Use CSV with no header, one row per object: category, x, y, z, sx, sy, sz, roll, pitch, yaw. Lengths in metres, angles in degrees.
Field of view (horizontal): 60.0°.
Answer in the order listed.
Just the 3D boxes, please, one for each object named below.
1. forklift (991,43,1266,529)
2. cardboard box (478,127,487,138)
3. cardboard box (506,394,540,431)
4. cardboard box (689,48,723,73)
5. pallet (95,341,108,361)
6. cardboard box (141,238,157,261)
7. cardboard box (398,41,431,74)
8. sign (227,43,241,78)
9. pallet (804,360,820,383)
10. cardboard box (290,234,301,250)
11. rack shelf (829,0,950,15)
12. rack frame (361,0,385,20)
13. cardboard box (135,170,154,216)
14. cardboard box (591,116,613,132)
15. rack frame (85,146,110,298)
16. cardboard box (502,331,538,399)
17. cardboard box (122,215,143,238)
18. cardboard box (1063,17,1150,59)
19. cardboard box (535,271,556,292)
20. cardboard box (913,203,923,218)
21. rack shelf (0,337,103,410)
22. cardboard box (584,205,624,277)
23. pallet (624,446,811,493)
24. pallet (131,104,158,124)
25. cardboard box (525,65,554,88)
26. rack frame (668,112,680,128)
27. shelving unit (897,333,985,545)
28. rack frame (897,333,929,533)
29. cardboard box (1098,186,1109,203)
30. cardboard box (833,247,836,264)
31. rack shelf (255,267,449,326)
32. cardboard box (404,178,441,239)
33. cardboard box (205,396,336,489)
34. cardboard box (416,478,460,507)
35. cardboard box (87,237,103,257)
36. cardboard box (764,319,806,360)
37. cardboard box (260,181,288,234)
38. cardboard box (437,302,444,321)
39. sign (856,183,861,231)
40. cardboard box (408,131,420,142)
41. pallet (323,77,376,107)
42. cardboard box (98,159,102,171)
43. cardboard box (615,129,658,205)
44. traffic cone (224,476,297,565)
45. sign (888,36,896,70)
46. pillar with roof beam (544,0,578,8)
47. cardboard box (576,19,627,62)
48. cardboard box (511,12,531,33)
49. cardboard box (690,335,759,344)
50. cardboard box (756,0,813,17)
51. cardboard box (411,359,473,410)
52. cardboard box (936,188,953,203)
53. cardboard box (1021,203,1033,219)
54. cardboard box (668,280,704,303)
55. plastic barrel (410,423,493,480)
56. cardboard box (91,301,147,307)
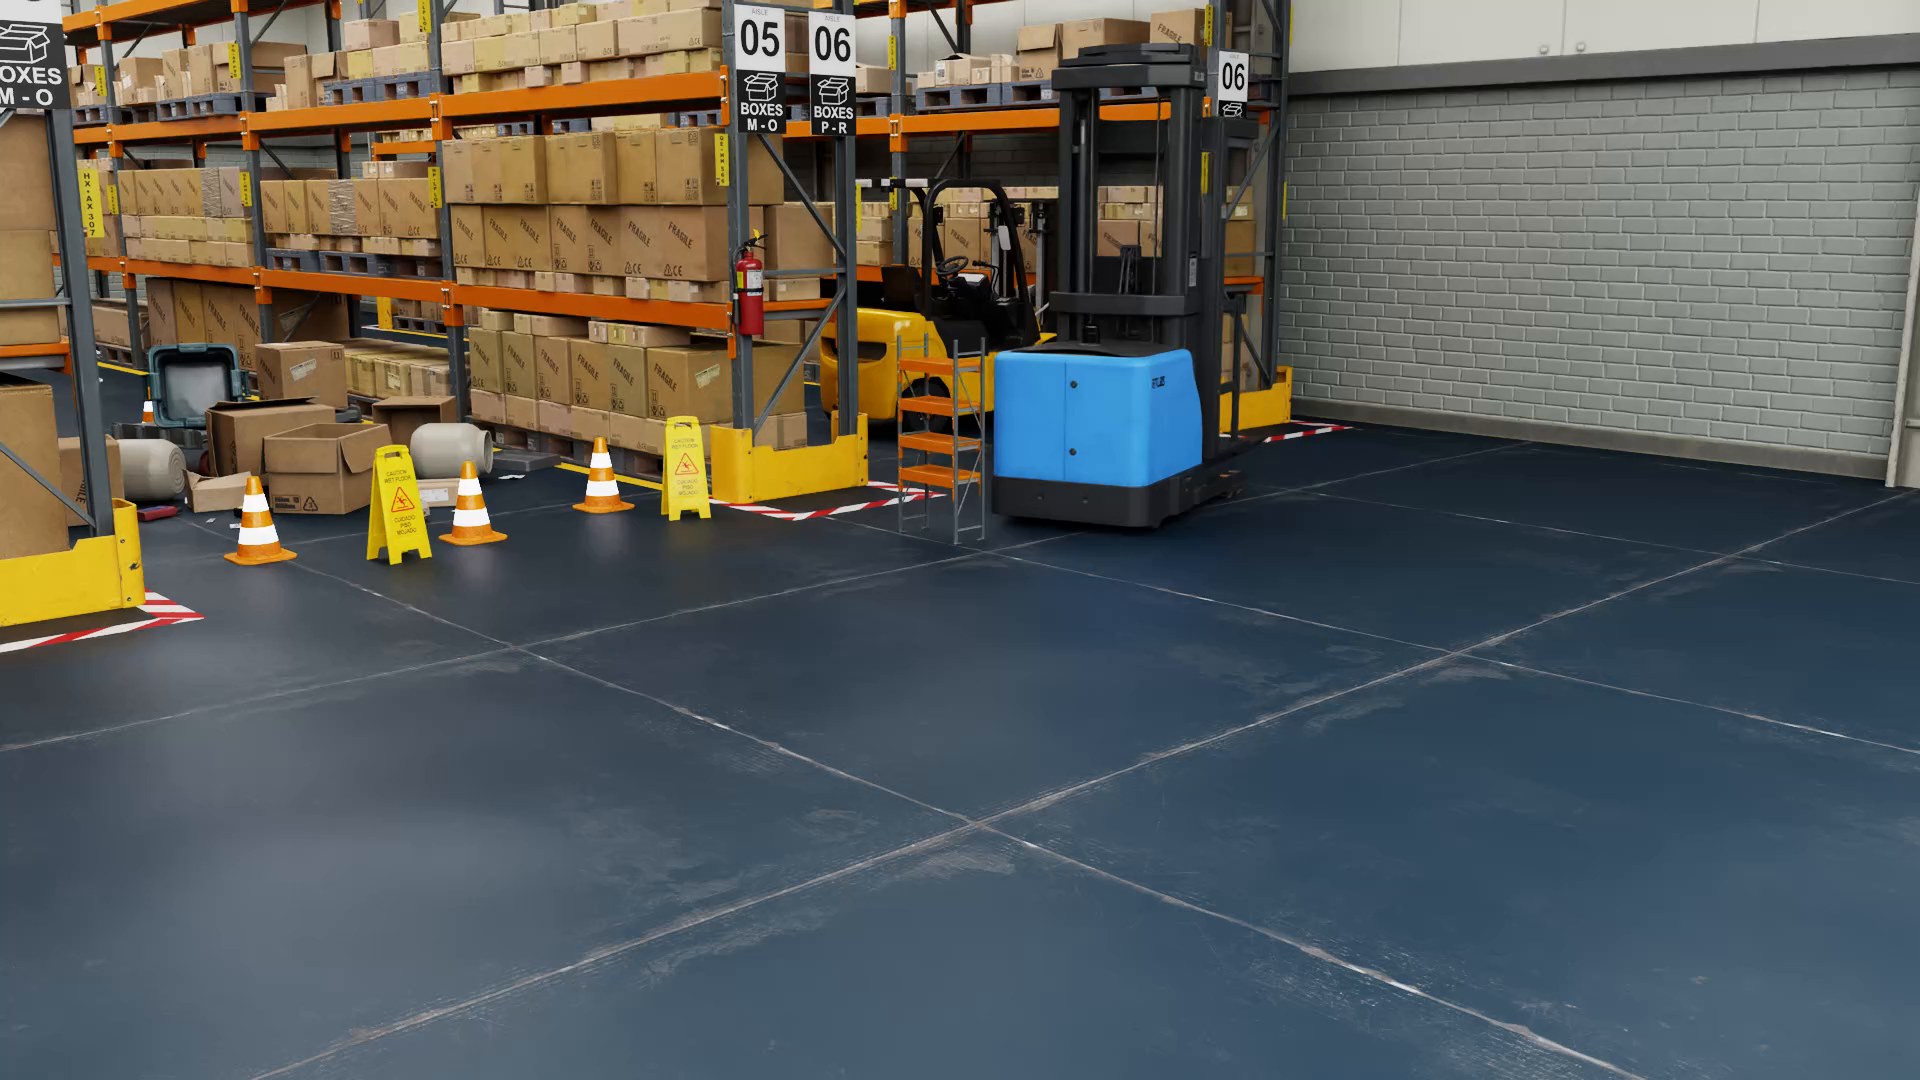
forklift,1.320,-1.755,11.165,1.130,2.935,3.031,6,13,27
cardboard box,-6.444,-5.636,23.022,0.380,0.149,0.250,-11,16,-43
cardboard box,-3.289,-1.041,13.306,0.500,0.250,0.500,-10,15,-39
cardboard box,-1.564,-3.158,10.995,0.380,0.149,0.250,-11,16,-42
pallet,-10.718,-2.484,21.446,1.003,0.211,1.213,-11,16,-43
cardboard box,-8.931,-3.300,18.868,0.500,0.250,0.500,11,16,44
cardboard box,-4.386,-4.049,14.028,0.500,0.250,0.500,-11,16,-44
sign,-7.047,-4.651,16.143,0.100,0.325,0.005,-11,16,-43
pallet,-1.674,-1.989,19.043,1.003,0.211,1.213,-11,16,-43
cardboard box,-6.223,-2.883,16.054,0.250,0.149,0.380,10,16,41
rack shelf,-1.671,-5.852,18.307,0.919,0.124,3.809,-11,16,-43
rack frame,-8.577,-7.764,25.297,1.000,3.000,0.127,-11,16,-43
cardboard box,-8.935,-3.914,18.750,0.500,0.500,0.500,-11,16,-43
cardboard box,-4.276,-5.242,20.857,0.500,0.250,0.500,-11,16,-43
rack frame,-12.165,-4.134,22.543,1.000,3.000,0.127,-11,16,-43
cardboard box,-3.287,-1.409,13.230,0.500,0.500,0.500,-10,15,-40
cardboard box,-9.302,-3.618,19.171,0.500,0.250,0.500,11,16,44
cardboard box,1.355,-4.458,15.145,0.700,0.500,0.500,-11,16,-42
cardboard box,-3.016,-1.981,12.715,0.380,0.149,0.250,-11,16,-42
cardboard box,-0.260,-3.358,16.923,0.380,0.149,0.250,-11,16,-43
rack shelf,-6.007,-1.034,9.278,1.077,0.370,4.000,-11,16,-43
cardboard box,-2.375,-2.181,12.081,0.500,0.500,0.500,-11,16,-43
pallet,-1.703,-0.568,12.143,1.003,0.211,1.213,-11,16,-43
pallet,-8.734,-4.799,18.810,1.217,0.209,0.805,11,16,43
cardboard box,-3.013,-3.449,12.405,0.380,0.149,0.250,-11,16,-44
rack frame,-3.053,-3.659,20.235,1.000,3.000,0.127,-11,16,-43
shelving unit,-0.114,-0.612,9.908,0.258,1.200,0.503,-11,16,-43
rack frame,-0.283,-0.647,10.080,0.240,1.200,0.015,-11,16,-43
cardboard box,1.301,-3.162,15.231,0.380,0.149,0.250,-10,16,-41
cardboard box,-1.179,-3.111,17.950,0.500,0.250,0.500,-11,16,-43
rack shelf,-5.259,-2.322,15.531,1.077,0.370,4.000,-11,16,-43
cardboard box,-4.363,-2.818,14.132,0.500,0.500,0.500,-11,16,-44
cardboard box,-4.811,-0.681,11.635,0.797,0.637,0.503,-11,16,-43
cardboard box,-3.481,-0.312,11.058,0.380,0.149,0.250,-3,12,-13
cardboard box,-10.267,-3.705,20.215,0.500,0.500,0.500,11,16,44
cardboard box,-1.710,-2.416,19.047,0.625,0.625,0.875,11,16,43
cardboard box,-6.497,-3.269,16.318,0.500,0.500,0.500,11,16,44
cardboard box,-7.368,-3.484,24.541,0.500,0.500,0.500,-11,16,-42
sign,-0.723,-2.298,11.488,0.100,0.325,0.005,-11,16,-43
cardboard box,-7.877,-5.931,24.454,0.380,0.149,0.250,-11,16,-43
pallet,-4.945,-4.016,15.000,1.213,0.211,1.003,-11,16,-43
cardboard box,-10.114,-4.498,19.979,0.380,0.149,0.250,-11,16,-42
cardboard box,-1.970,-2.602,11.645,0.700,0.500,0.500,-11,16,-42
traffic cone,-3.965,-0.127,9.381,0.336,0.463,0.334,-11,16,-43
sign,-0.676,-4.874,16.641,0.100,0.325,0.005,-11,16,-43
pillar with roof beam,-8.757,-6.808,20.655,9.100,9.000,0.400,-11,16,-43
cardboard box,-2.372,-3.526,11.793,0.500,0.250,0.500,-10,16,-41
cardboard box,-3.150,-3.883,12.537,0.250,0.149,0.380,11,16,43
cardboard box,-1.853,-1.260,12.510,0.500,0.500,0.500,11,16,43
cardboard box,-1.213,-3.616,11.240,0.380,0.149,0.250,-11,16,-43
cardboard box,-4.242,-1.377,14.635,0.950,0.372,0.625,-11,16,-42
cardboard box,-0.026,-3.476,16.758,0.380,0.149,0.250,-11,16,-42
cardboard box,0.793,-3.130,15.814,0.380,0.149,0.250,-11,16,-44
cardboard box,-1.784,-1.722,11.459,0.380,0.149,0.250,-11,16,-43
plastic barrel,-3.637,-0.627,11.908,0.512,0.421,0.421,-1,12,-4
cardboard box,-10.998,-2.870,21.716,0.875,0.438,0.875,-10,16,-41
